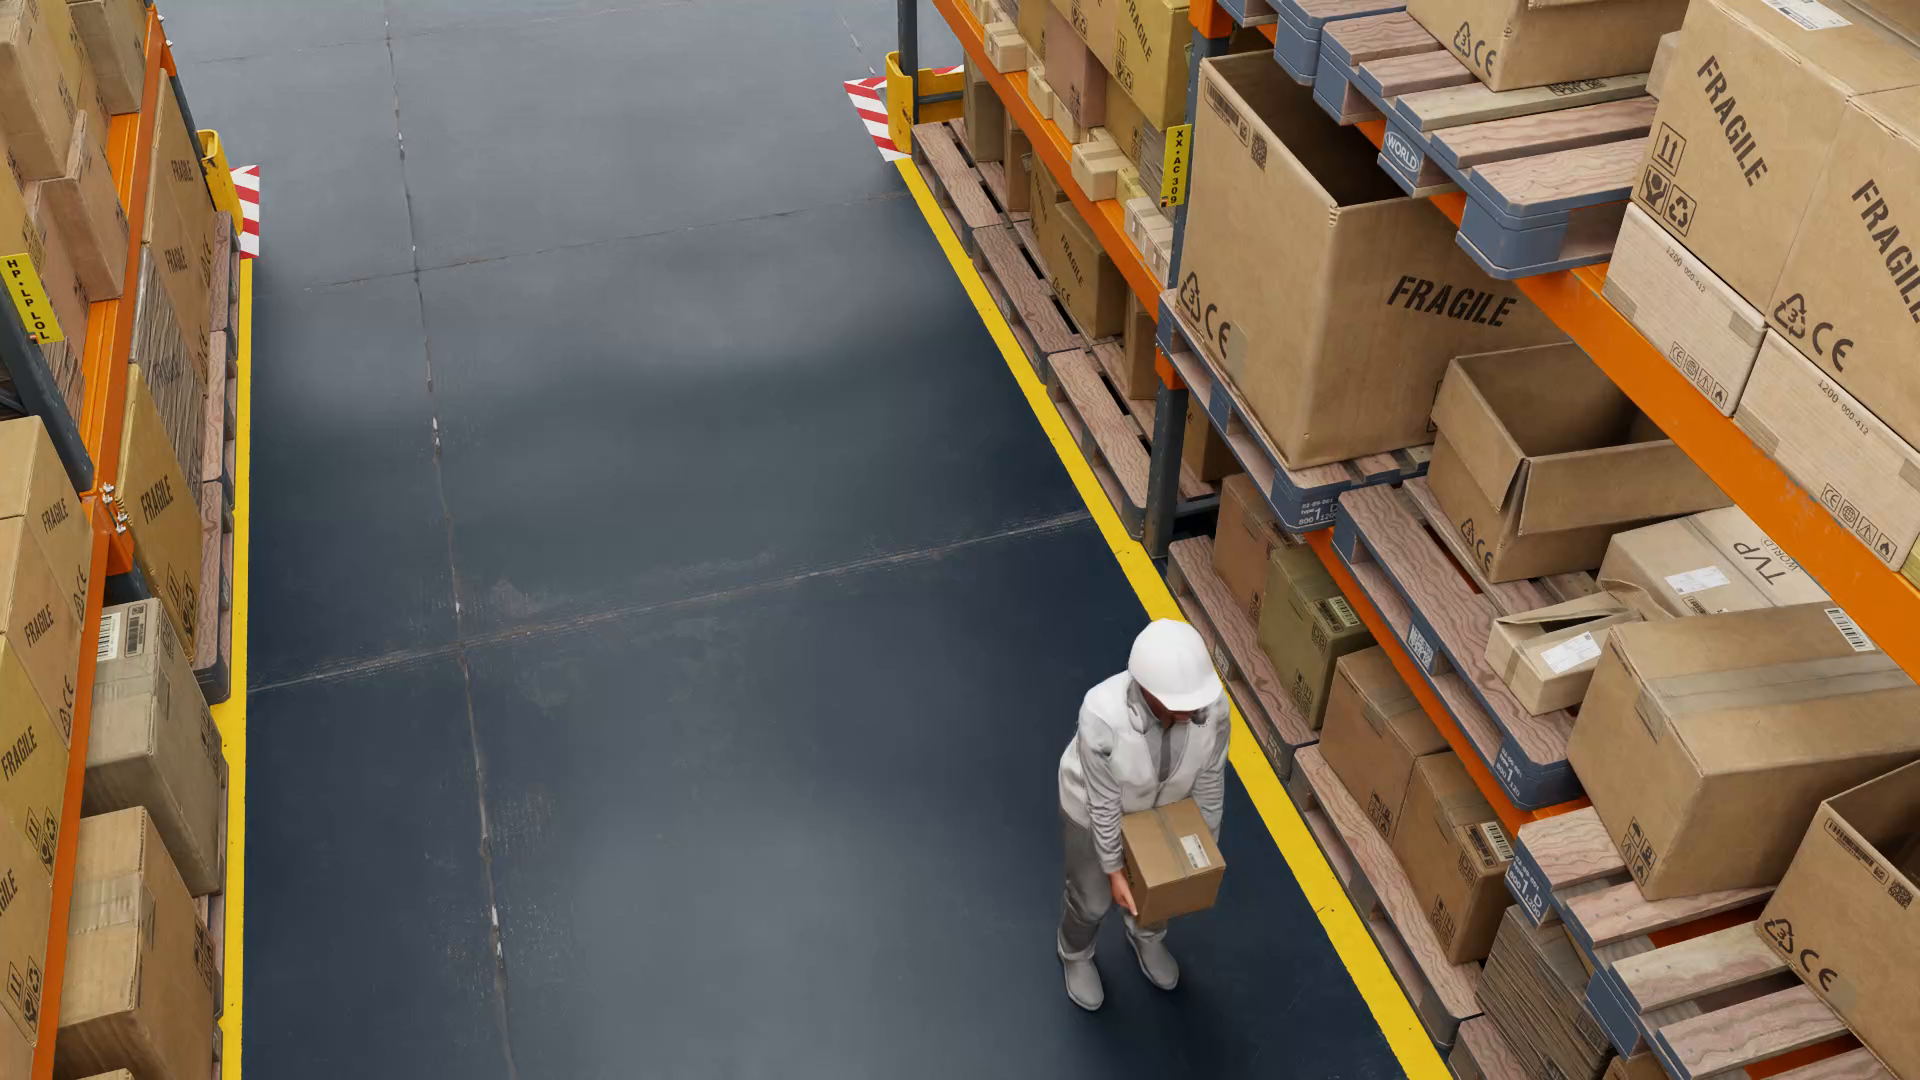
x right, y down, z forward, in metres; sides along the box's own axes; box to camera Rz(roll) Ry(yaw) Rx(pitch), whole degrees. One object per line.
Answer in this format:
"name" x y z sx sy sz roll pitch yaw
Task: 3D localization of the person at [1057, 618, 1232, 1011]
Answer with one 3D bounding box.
"person" 0.576 0.874 5.186 0.484 1.756 0.582 -13 43 -14
